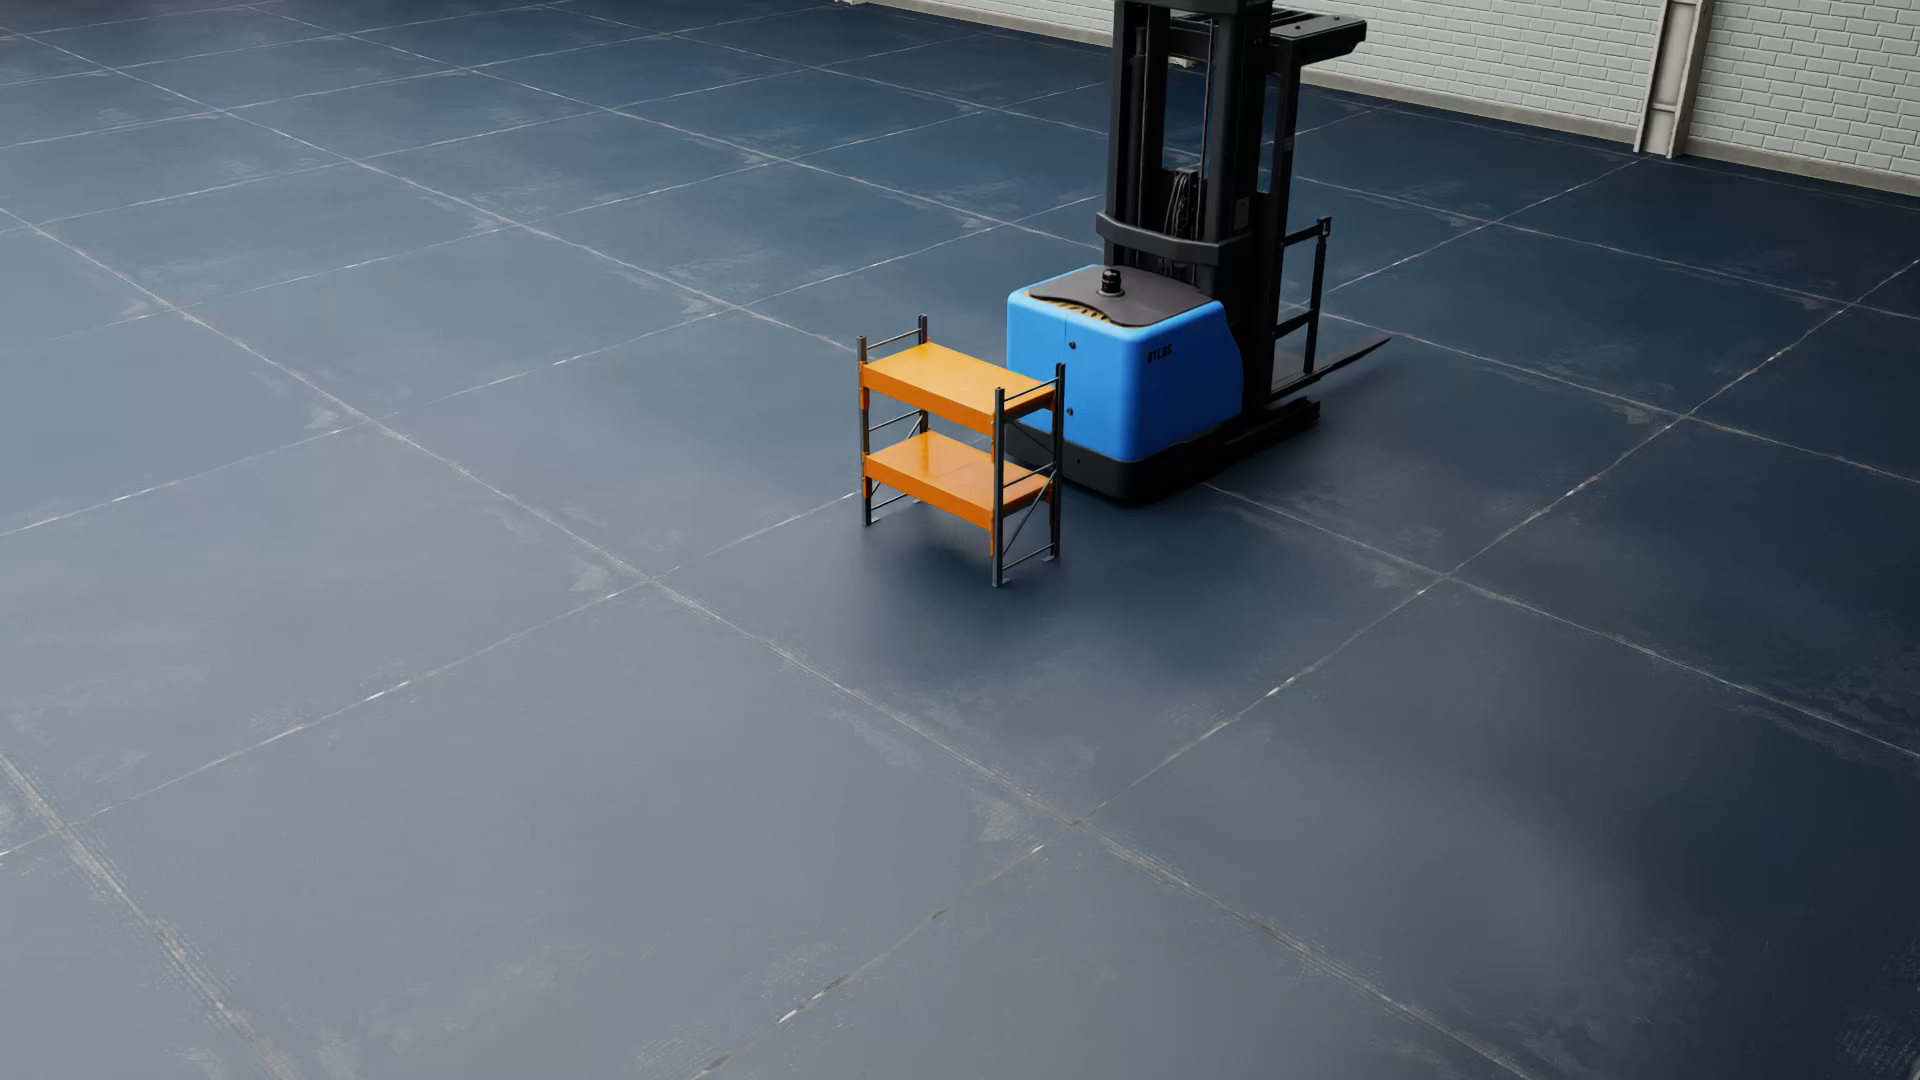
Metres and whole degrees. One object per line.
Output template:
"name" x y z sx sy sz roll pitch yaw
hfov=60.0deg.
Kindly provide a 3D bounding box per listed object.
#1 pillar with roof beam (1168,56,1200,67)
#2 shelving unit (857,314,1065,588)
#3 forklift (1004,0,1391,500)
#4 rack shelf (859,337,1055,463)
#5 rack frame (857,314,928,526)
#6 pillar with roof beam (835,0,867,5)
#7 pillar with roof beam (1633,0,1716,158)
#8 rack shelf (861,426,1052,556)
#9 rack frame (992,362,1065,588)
"pillar with roof beam" -0.309 -8.392 15.540 0.400 9.000 9.100 25 36 38
"shelving unit" -0.005 -0.500 8.992 1.048 1.125 0.538 25 36 38
"forklift" 1.660 -2.113 10.119 3.031 2.935 1.130 -25 37 -39
"rack shelf" -0.005 -0.759 8.856 1.000 0.278 0.538 25 36 38
"rack frame" -0.367 -0.666 9.308 0.032 1.125 0.500 25 36 38
"pillar with roof beam" -4.587 -10.349 19.263 0.400 9.000 9.100 25 36 38
"pillar with roof beam" 3.970 -6.434 11.817 0.400 9.000 9.100 25 36 38
"rack shelf" -0.005 -0.284 9.106 1.000 0.278 0.538 25 36 38
"rack frame" 0.358 -0.334 8.677 0.032 1.125 0.500 25 36 38
